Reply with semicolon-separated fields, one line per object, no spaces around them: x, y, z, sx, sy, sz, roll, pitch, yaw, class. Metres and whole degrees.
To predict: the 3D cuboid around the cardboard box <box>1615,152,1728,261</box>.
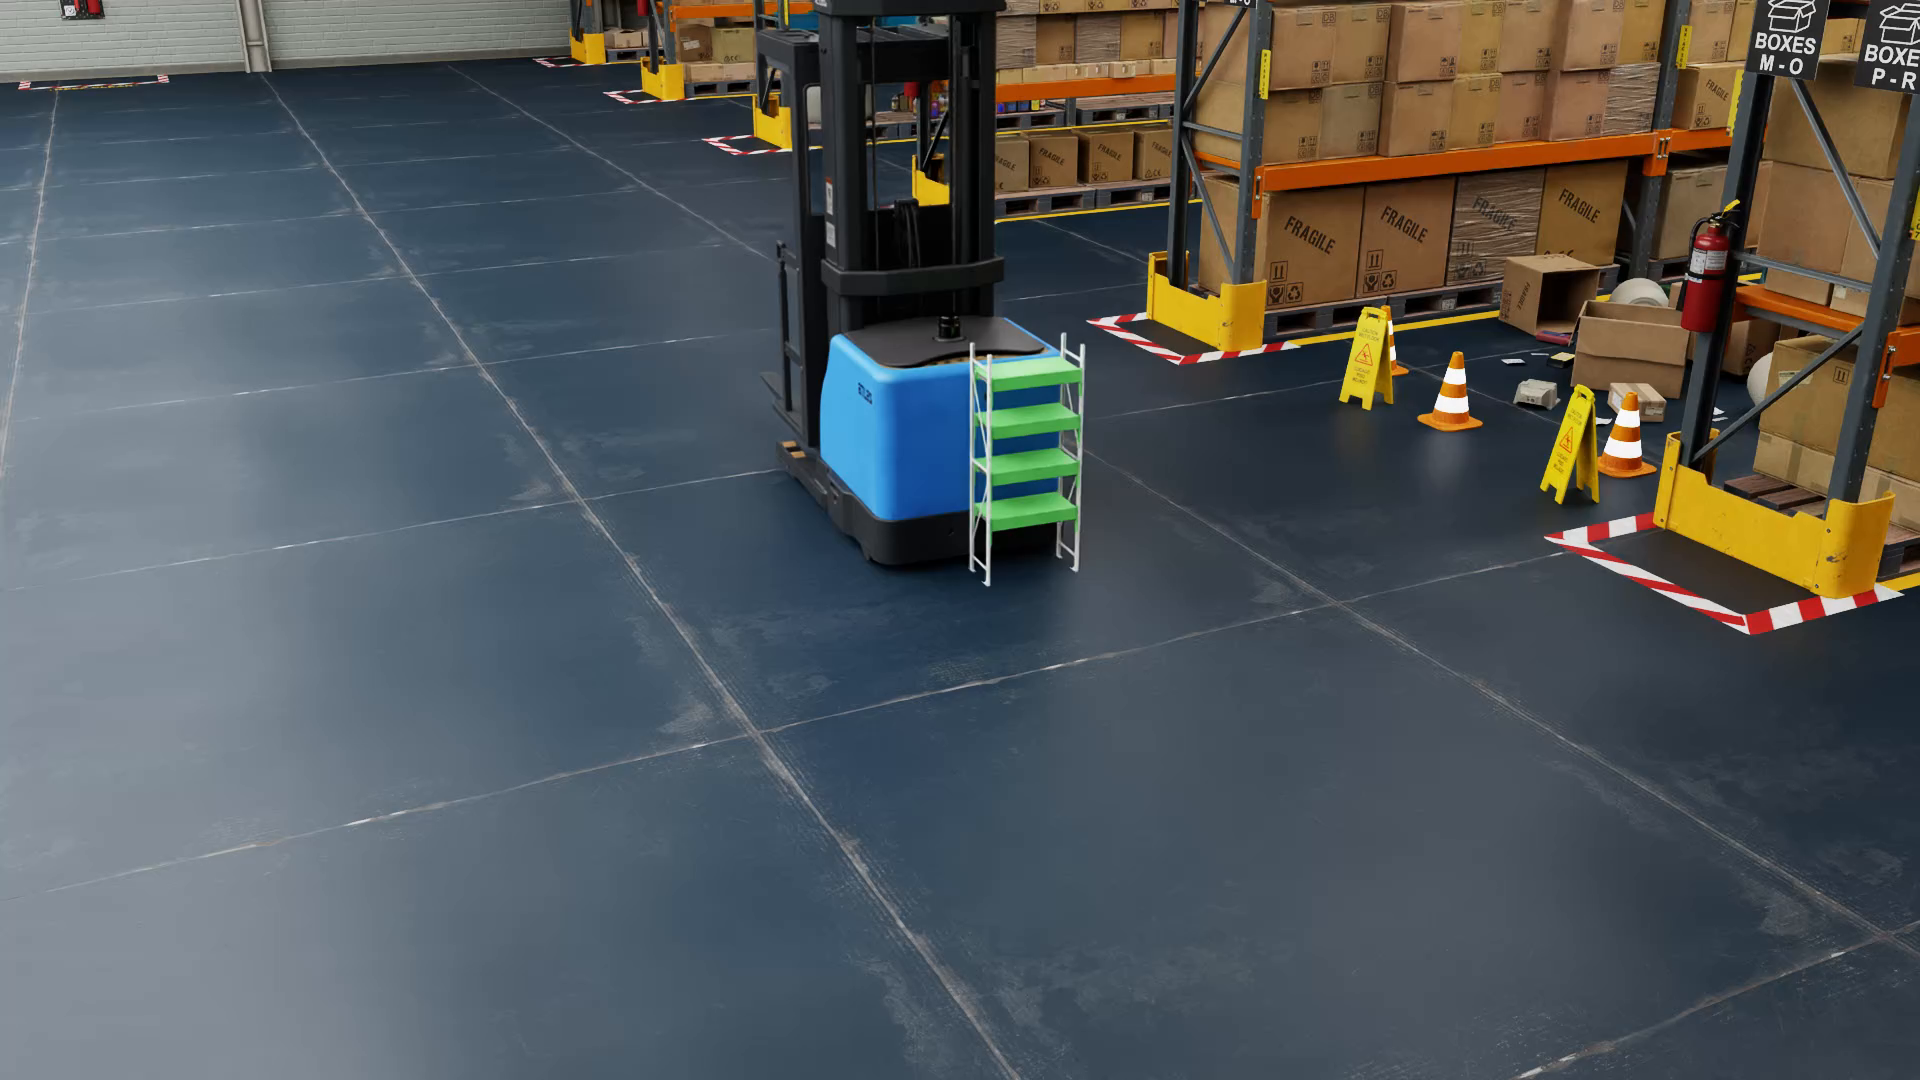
6.008;-2.945;14.483;0.750;0.750;1.050;-11;25;-24;cardboard box

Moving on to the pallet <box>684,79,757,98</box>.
-3.799;-6.987;25.500;1.213;0.211;1.003;-10;25;-24;pallet

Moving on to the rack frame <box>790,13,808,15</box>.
-3.017;-10.504;30.351;0.127;3.000;1.000;-10;25;-24;rack frame

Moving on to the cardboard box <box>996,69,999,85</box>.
0.184;-4.568;16.340;0.250;0.149;0.380;-10;25;-24;cardboard box

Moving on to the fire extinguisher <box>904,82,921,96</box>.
-0.479;-4.823;16.729;0.183;0.674;0.296;-10;25;-24;fire extinguisher

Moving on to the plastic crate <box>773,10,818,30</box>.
-2.003;-6.543;20.978;0.616;0.251;0.499;-10;25;-24;plastic crate

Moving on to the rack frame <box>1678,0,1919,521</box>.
4.122;-1.304;8.126;0.127;3.000;1.000;-10;25;-24;rack frame

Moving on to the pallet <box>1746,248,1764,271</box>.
7.251;-2.726;15.207;1.213;0.211;1.003;-10;25;-24;pallet

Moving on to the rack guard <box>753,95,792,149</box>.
-2.276;-5.300;21.048;0.348;0.500;1.175;-10;25;-24;rack guard

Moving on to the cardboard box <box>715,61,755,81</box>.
-3.441;-7.154;25.304;0.500;0.250;0.500;-10;25;-24;cardboard box

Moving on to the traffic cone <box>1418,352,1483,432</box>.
3.162;-0.974;10.646;0.334;0.463;0.336;-10;25;-24;traffic cone

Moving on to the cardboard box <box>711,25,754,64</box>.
-3.440;-7.500;25.159;0.500;0.500;0.500;-10;25;-24;cardboard box

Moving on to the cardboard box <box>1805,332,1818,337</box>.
6.061;-1.309;11.712;0.258;0.266;0.396;10;24;22;cardboard box

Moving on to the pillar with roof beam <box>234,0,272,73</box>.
-9.905;-10.547;22.613;0.400;9.000;9.100;-10;25;-24;pillar with roof beam

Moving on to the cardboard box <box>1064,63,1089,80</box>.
1.094;-4.727;16.724;0.250;0.149;0.380;-10;25;-24;cardboard box

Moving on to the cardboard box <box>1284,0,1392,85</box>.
2.690;-3.732;12.385;0.550;0.550;0.875;-10;25;-24;cardboard box

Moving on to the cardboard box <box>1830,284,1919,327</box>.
4.517;-1.173;8.138;0.250;0.149;0.380;-10;25;-23;cardboard box

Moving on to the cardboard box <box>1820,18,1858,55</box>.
7.306;-4.502;14.414;0.500;0.500;0.700;-11;25;-24;cardboard box

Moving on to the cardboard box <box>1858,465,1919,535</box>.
4.968;-0.266;8.665;0.500;0.250;0.500;-11;25;-24;cardboard box

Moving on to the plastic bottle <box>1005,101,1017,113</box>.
0.652;-5.831;21.951;0.185;0.351;0.144;-12;25;-26;plastic bottle

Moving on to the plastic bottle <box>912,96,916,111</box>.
-0.574;-5.826;22.026;0.133;0.283;0.061;-10;25;-24;plastic bottle

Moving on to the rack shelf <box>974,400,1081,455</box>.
0.328;-0.559;8.220;0.480;0.148;0.258;-9;24;-20;rack shelf

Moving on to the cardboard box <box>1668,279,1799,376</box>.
5.445;-1.535;11.771;0.503;0.637;0.797;-10;25;-24;cardboard box

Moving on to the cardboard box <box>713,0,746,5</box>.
-3.572;-8.342;24.997;0.500;0.500;0.700;-10;24;-22;cardboard box

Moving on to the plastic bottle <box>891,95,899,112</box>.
-0.860;-5.792;22.052;0.097;0.201;0.097;0;22;0;plastic bottle

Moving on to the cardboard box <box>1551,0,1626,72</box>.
4.695;-4.044;13.138;0.550;0.550;0.875;-10;25;-24;cardboard box

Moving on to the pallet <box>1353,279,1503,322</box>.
3.668;-2.065;13.611;1.213;0.211;1.003;-10;25;-24;pallet

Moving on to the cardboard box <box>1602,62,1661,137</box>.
5.161;-3.660;13.623;0.550;0.550;0.875;-10;25;-24;cardboard box

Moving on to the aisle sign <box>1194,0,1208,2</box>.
1.690;-4.286;11.931;0.004;0.787;0.394;-10;25;-24;aisle sign

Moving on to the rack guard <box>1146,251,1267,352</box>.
1.862;-1.834;12.675;0.348;0.500;1.175;-10;25;-24;rack guard

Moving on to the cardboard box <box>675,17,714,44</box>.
-4.762;-9.171;29.825;0.500;0.500;0.700;-12;25;-27;cardboard box

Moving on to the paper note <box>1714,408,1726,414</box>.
4.940;-0.859;10.948;0.142;0.019;0.148;-2;23;-5;paper note

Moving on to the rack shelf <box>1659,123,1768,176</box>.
7.290;-3.656;14.749;4.000;0.370;1.077;-10;25;-24;rack shelf

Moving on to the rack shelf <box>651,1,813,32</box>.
-2.667;-8.133;25.565;4.000;0.370;1.077;-10;25;-24;rack shelf

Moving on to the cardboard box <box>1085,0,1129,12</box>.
1.341;-5.526;16.499;0.500;0.500;0.500;-10;25;-24;cardboard box

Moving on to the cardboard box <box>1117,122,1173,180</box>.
2.012;-4.141;17.700;0.500;0.500;0.500;-13;26;-28;cardboard box

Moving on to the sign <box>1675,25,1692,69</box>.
5.730;-3.902;13.167;0.005;0.325;0.100;-10;25;-24;sign

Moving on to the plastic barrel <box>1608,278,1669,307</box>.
5.131;-1.749;12.571;0.421;0.421;0.512;6;23;13;plastic barrel

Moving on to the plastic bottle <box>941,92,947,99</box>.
-0.181;-5.976;22.302;0.185;0.351;0.144;-11;25;-24;plastic bottle

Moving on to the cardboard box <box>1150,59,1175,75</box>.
2.004;-4.886;17.108;0.250;0.149;0.380;-10;25;-24;cardboard box

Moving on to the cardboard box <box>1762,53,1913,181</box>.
4.487;-2.109;8.245;0.500;0.500;0.700;-11;25;-25;cardboard box

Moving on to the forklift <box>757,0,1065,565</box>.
-0.457;-1.760;9.319;1.130;2.935;3.031;-8;24;-20;forklift

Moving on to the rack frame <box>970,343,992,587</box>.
0.101;-0.362;8.204;0.015;1.200;0.240;-9;24;-20;rack frame

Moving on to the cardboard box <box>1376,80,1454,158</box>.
3.244;-3.288;12.723;0.550;0.550;0.875;-10;25;-24;cardboard box

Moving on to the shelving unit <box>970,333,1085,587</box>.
0.328;-0.396;8.287;0.503;1.200;0.258;-9;24;-20;shelving unit

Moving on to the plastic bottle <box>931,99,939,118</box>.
-0.344;-5.599;21.478;0.133;0.283;0.061;-10;25;-23;plastic bottle

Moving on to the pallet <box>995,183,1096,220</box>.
0.639;-3.566;17.237;1.213;0.211;1.003;-10;25;-24;pallet

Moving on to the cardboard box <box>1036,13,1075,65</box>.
0.730;-5.109;16.798;0.500;0.500;0.875;-10;25;-24;cardboard box

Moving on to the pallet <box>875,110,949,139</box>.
-0.444;-5.500;21.910;1.213;0.211;1.003;-10;25;-24;pallet

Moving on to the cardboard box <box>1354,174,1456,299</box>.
3.258;-2.487;13.214;0.875;0.875;0.875;-11;25;-24;cardboard box

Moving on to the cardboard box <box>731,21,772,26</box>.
-3.221;-7.766;25.803;0.500;0.500;0.500;-10;25;-24;cardboard box
